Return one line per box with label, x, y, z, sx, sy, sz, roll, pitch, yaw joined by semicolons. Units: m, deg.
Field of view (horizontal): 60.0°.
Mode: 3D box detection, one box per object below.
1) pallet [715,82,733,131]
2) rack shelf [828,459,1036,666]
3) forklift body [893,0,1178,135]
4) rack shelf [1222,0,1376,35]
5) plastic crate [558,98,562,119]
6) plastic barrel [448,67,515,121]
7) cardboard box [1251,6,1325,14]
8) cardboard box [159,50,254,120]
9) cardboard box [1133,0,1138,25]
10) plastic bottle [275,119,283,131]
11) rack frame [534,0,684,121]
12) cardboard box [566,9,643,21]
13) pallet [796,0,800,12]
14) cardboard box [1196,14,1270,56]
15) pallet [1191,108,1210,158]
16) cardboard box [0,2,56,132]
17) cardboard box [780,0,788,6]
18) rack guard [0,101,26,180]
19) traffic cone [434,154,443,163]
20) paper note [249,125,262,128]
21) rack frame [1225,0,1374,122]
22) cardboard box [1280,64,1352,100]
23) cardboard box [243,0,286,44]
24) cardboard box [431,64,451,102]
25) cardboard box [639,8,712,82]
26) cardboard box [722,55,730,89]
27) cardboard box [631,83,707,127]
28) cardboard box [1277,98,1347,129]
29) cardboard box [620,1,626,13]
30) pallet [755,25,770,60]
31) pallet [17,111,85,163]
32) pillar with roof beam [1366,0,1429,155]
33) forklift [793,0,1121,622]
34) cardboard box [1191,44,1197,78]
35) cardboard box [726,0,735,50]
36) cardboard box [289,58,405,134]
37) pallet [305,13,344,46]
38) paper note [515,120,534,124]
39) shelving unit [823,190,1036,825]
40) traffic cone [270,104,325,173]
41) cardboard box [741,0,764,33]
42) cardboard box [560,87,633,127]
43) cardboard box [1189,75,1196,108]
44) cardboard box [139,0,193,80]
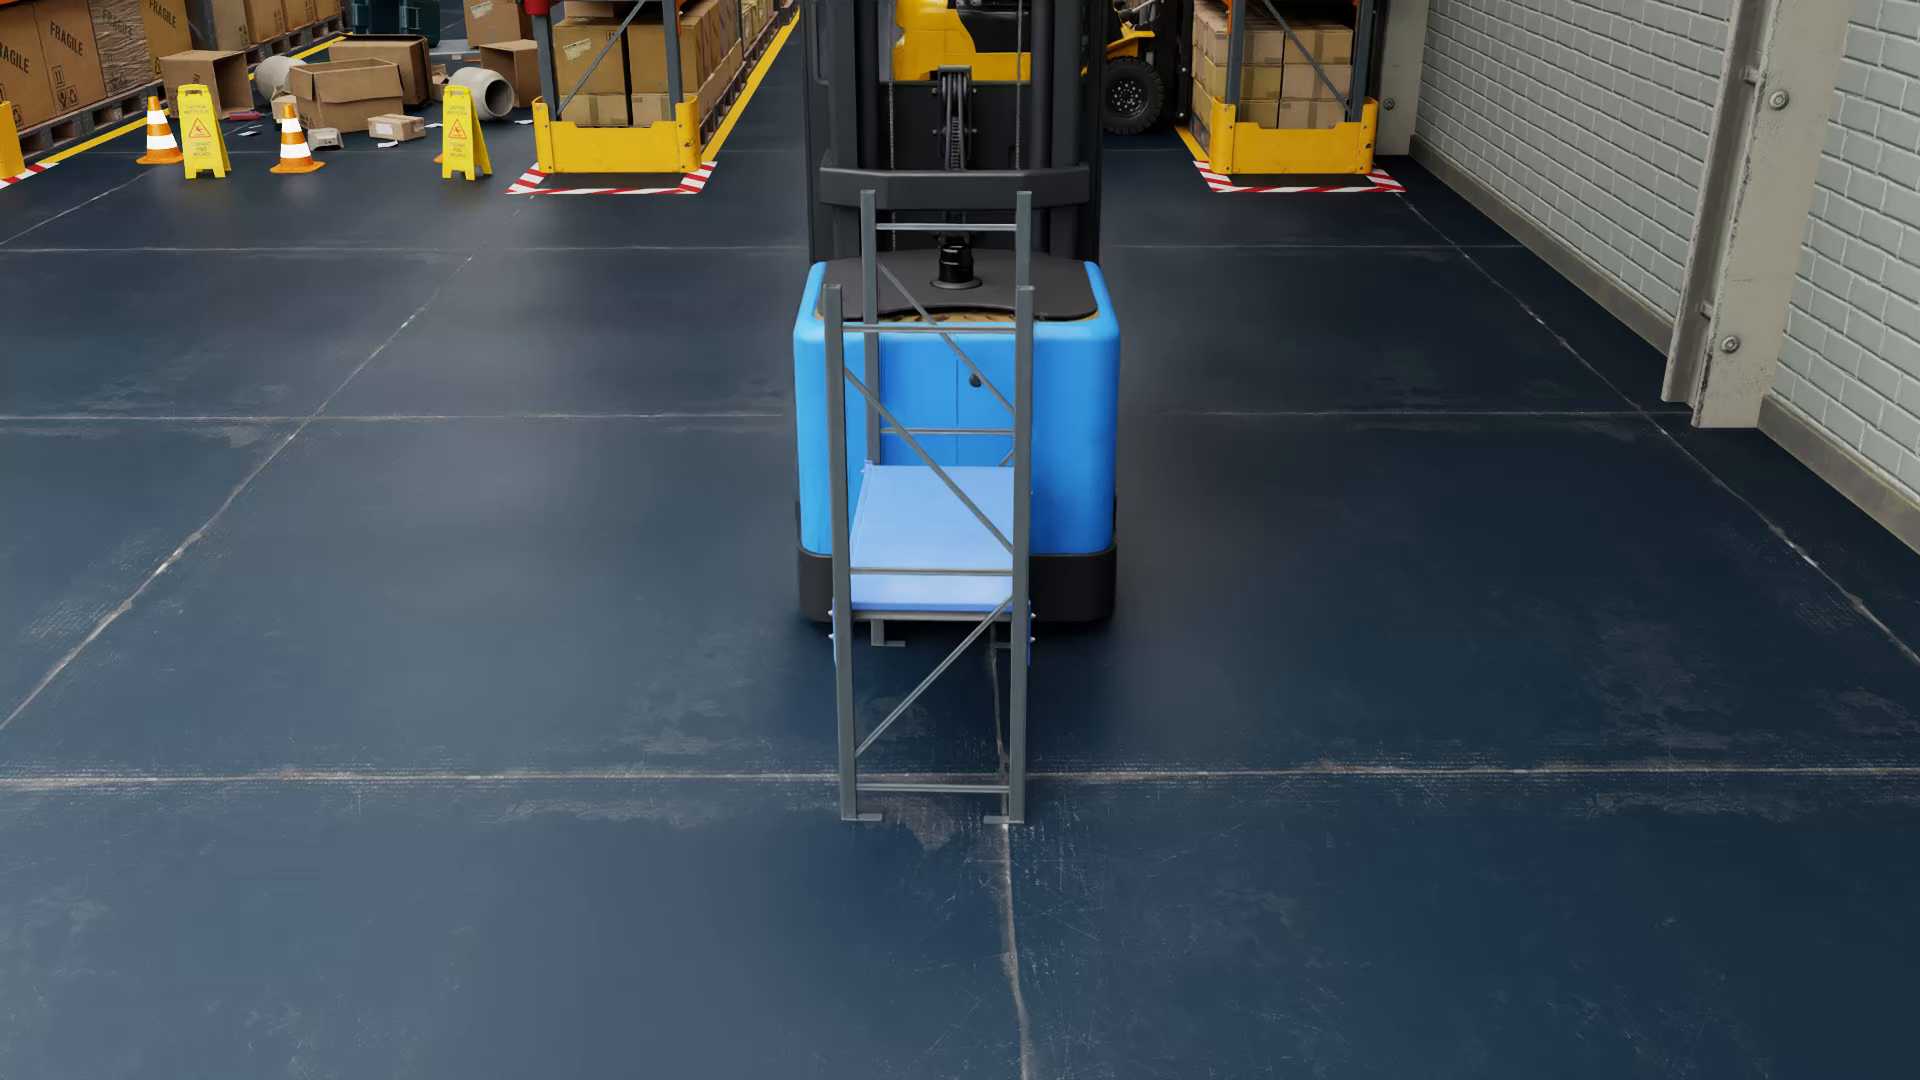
pallet;-2.505;-3.701;14.178;1.003;0.211;1.213;0;24;-1
rack shelf;-0.057;0.039;4.781;0.538;0.185;1.000;1;24;2
forklift body;0.598;-4.515;13.622;2.313;2.155;1.214;0;24;-1
rack shelf;2.422;-4.624;13.708;1.077;0.370;4.000;0;24;-1
plastic crate;-3.366;-3.772;14.492;0.402;0.080;0.583;-9;26;-19
plastic barrel;-4.056;-3.775;14.082;0.512;0.421;0.421;19;30;35
cardboard box;2.624;-4.133;13.362;0.500;0.250;0.500;0;24;-1
cardboard box;-6.469;-3.916;14.298;0.500;0.500;0.500;4;25;9
cardboard box;2.364;-6.008;18.265;0.875;0.625;0.625;1;24;1
plastic bottle;-5.627;-3.466;13.838;0.133;0.061;0.283;-9;26;-19
rack frame;-2.520;-4.104;11.685;1.000;3.000;0.127;0;24;-1
cardboard box;-2.799;-3.928;13.213;0.500;0.500;0.500;1;24;1
pallet;-2.551;-6.957;21.376;1.003;0.211;1.213;0;24;-1
cardboard box;2.115;-3.921;12.893;0.500;0.250;0.500;0;24;0
pallet;2.393;-3.173;13.008;1.003;0.211;1.213;0;24;-1
cardboard box;-7.542;-3.543;12.512;0.875;0.875;0.875;0;24;0
cardboard box;-2.532;-6.909;19.955;0.875;0.875;0.875;0;24;-1
rack guard;-7.468;-2.891;12.037;1.175;0.500;0.348;0;24;-1
traffic cone;-3.815;-3.120;12.586;0.336;0.463;0.334;0;24;-1
paper note;-5.869;-3.444;13.853;0.032;0.001;0.123;13;27;27
rack frame;2.443;-4.128;11.737;1.000;3.000;0.127;0;24;-1
cardboard box;2.646;-3.489;12.545;0.500;0.250;0.500;0;24;0
cardboard box;-7.616;-5.508;17.008;1.050;0.750;0.750;0;24;-1
cardboard box;-4.701;-4.161;15.129;0.258;0.266;0.396;-19;31;-36
cardboard box;-2.263;-3.943;13.246;0.500;0.500;0.500;-1;24;-3
cardboard box;-2.272;-4.020;14.325;0.500;0.250;0.500;0;24;0
cardboard box;-2.252;-3.376;12.902;0.500;0.250;0.500;0;24;-1
cardboard box;2.634;-3.270;12.667;0.500;0.250;0.500;0;24;0
cardboard box;-2.860;-4.263;13.167;0.380;0.149;0.250;0;24;0
pallet;-2.590;-5.307;17.727;1.003;0.211;1.213;0;24;-1
pallet;-7.556;-3.099;12.846;1.003;0.211;1.213;0;24;-1
pillar with roof beam;-0.968;-7.133;11.102;9.100;9.000;0.400;0;24;-1
forklift;-0.026;-1.624;6.283;1.130;2.935;3.031;0;24;-1
cardboard box;2.104;-3.913;13.482;0.500;0.250;0.500;-1;24;-2
cardboard box;-2.282;-4.580;14.655;0.500;0.500;0.500;0;24;0
cardboard box;-5.071;-3.679;13.774;0.797;0.503;0.637;-19;31;-36
pallet;-7.623;-5.741;18.688;1.003;0.211;1.213;0;24;-1
paper note;-3.676;-3.534;14.026;0.142;0.019;0.148;-9;26;-19
shelving unit;-0.057;-0.125;4.707;0.538;1.500;1.048;1;24;2
traffic cone;-4.921;-2.975;12.265;0.336;0.463;0.334;0;24;-1
cardboard box;-2.592;-5.545;17.550;0.950;0.372;0.625;1;24;1
cardboard box;-2.798;-3.384;12.920;0.500;0.250;0.500;0;24;-1
cardboard box;2.130;-3.670;13.551;0.500;0.250;0.500;0;24;0
cardboard box;-7.575;-4.652;14.965;0.875;0.875;0.875;0;24;0
